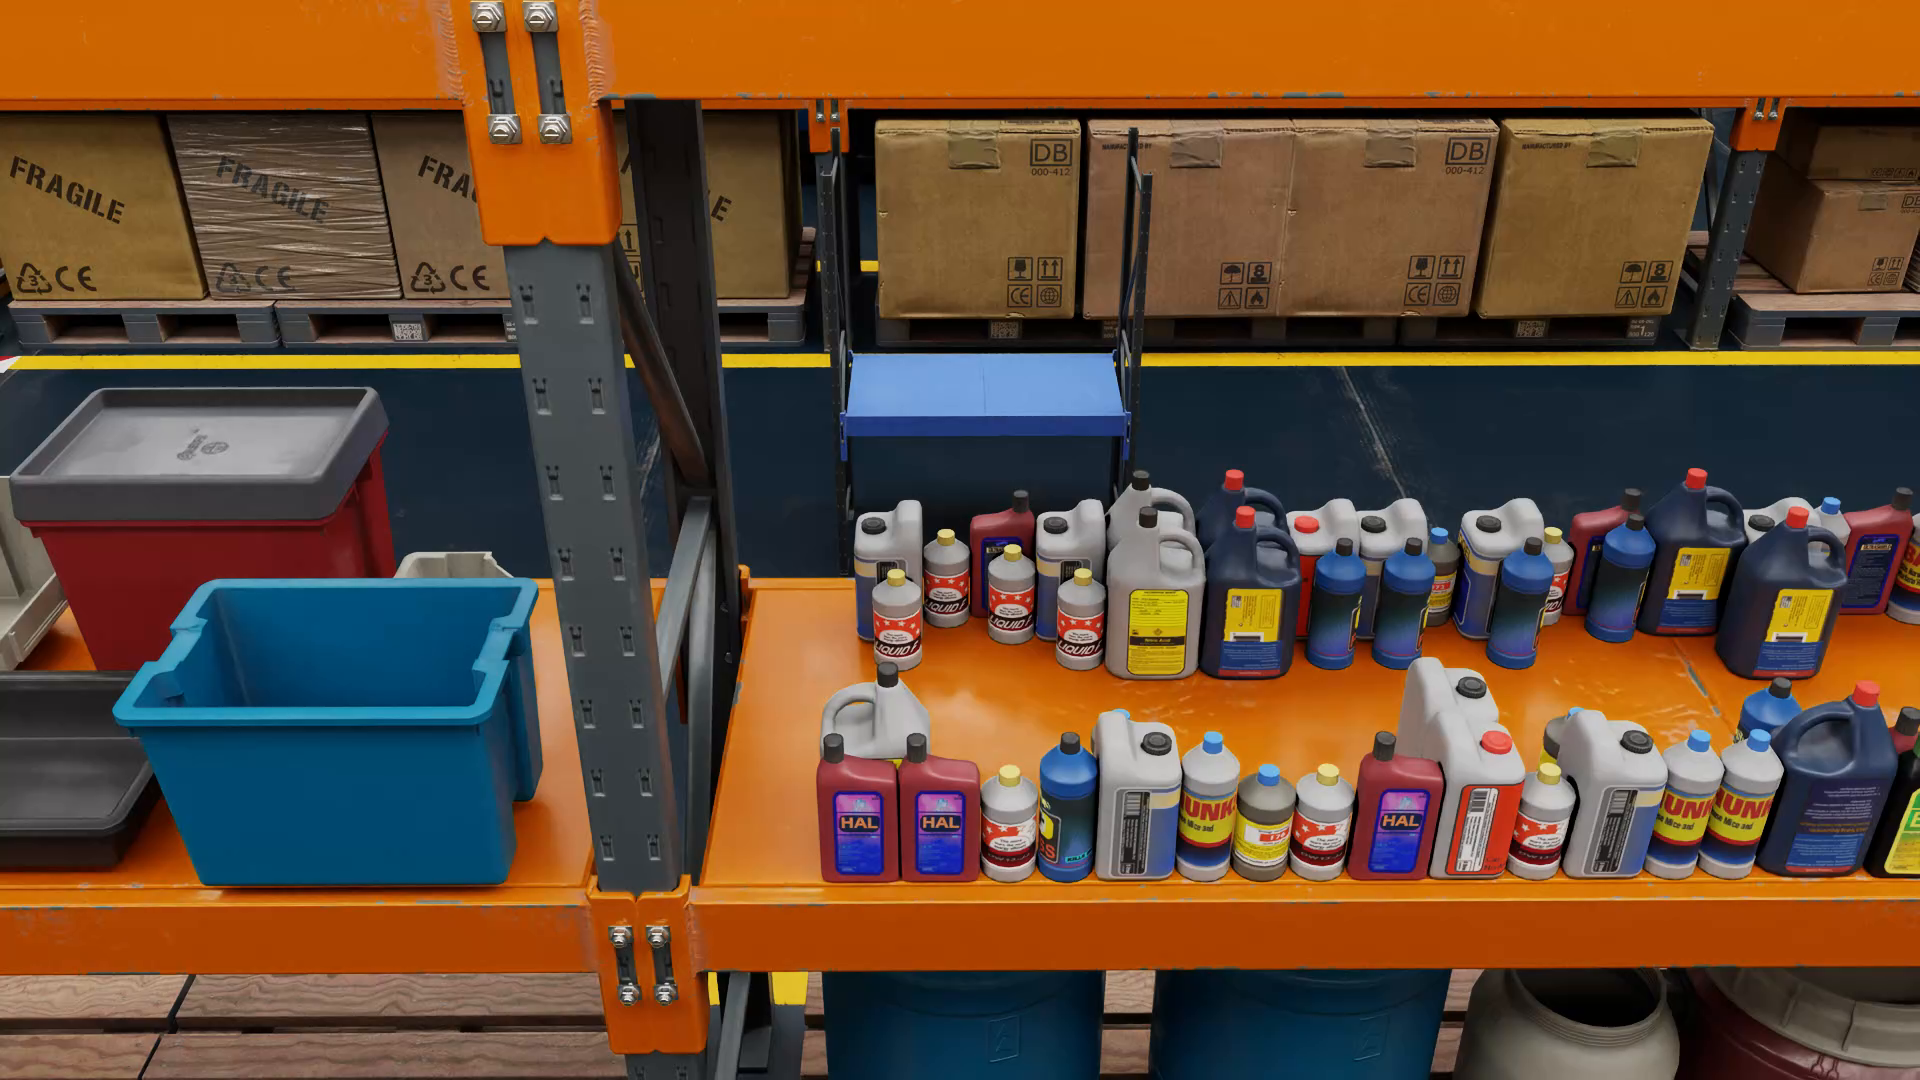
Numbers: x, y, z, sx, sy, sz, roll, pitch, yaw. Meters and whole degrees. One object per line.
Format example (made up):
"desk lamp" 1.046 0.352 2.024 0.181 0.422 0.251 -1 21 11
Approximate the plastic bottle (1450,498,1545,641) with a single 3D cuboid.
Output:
"plastic bottle" 1.092 0.051 3.393 0.135 0.276 0.152 0 31 0

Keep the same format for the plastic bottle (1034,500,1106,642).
"plastic bottle" 0.221 0.054 3.389 0.135 0.276 0.152 0 31 0

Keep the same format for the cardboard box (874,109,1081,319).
"cardboard box" 0.074 -1.682 7.773 0.875 0.875 1.225 0 31 0

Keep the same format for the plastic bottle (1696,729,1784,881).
"plastic bottle" 1.300 0.432 2.770 0.097 0.271 0.097 0 31 0

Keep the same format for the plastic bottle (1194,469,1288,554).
"plastic bottle" 0.566 0.019 3.374 0.185 0.351 0.144 0 31 0

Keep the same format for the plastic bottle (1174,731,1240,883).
"plastic bottle" 0.411 0.435 2.765 0.097 0.271 0.097 0 31 0

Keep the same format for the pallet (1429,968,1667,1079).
"pallet" 1.459 1.377 3.777 1.213 0.211 1.003 0 31 0

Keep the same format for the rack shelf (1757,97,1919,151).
"rack shelf" 5.434 -2.109 7.528 4.000 0.370 1.077 0 31 0

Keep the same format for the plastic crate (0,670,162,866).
"plastic crate" -1.654 0.406 2.897 0.590 0.125 0.437 0 31 0

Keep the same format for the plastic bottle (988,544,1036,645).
"plastic bottle" 0.105 0.104 3.379 0.097 0.201 0.097 0 31 0

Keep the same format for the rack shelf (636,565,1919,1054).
"rack shelf" 1.464 0.472 3.273 4.000 0.370 1.077 0 31 0

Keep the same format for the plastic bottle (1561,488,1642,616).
"plastic bottle" 1.323 0.024 3.431 0.133 0.283 0.061 0 31 0

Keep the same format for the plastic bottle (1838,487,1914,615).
"plastic bottle" 1.873 0.022 3.434 0.133 0.283 0.061 0 31 0

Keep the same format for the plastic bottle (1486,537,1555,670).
"plastic bottle" 1.111 0.118 3.288 0.097 0.271 0.097 0 31 0

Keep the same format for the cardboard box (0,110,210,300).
"cardboard box" -3.927 -1.700 7.804 0.875 0.875 0.875 0 31 0

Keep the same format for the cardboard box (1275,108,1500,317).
"cardboard box" 1.852 -1.692 7.790 0.875 0.875 1.225 0 31 0

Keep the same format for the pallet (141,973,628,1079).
"pallet" -1.271 1.386 3.763 1.213 0.211 1.003 0 31 0

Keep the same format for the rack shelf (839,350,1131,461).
"rack shelf" 0.085 -0.488 5.955 1.000 0.185 0.538 0 31 0

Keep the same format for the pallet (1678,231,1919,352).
"pallet" 4.215 -1.220 8.057 1.213 0.211 1.003 0 31 0

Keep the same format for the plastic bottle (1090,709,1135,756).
"plastic bottle" 0.275 0.386 2.913 0.097 0.201 0.097 0 31 0

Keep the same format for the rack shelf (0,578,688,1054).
"rack shelf" -2.536 0.485 3.253 4.000 0.370 1.077 0 31 0

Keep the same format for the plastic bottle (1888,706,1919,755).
"plastic bottle" 1.600 0.404 2.805 0.133 0.283 0.061 0 31 0

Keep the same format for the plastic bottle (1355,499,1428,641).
"plastic bottle" 0.860 0.052 3.392 0.135 0.276 0.152 0 31 0

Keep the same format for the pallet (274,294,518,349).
"pallet" -2.550 -1.239 8.088 1.213 0.211 1.003 0 31 0

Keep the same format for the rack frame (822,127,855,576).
"rack frame" -0.423 -0.640 5.859 0.032 1.500 0.500 0 31 0

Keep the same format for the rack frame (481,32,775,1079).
"rack frame" -0.536 0.171 3.076 0.127 3.000 1.000 0 31 0

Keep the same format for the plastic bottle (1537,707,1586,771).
"plastic bottle" 1.067 0.384 2.917 0.097 0.201 0.097 0 31 0

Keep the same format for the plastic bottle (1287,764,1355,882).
"plastic bottle" 0.606 0.464 2.785 0.097 0.201 0.097 0 31 0

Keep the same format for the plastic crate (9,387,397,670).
"plastic crate" -1.431 -0.009 3.254 0.583 0.464 0.402 0 31 0

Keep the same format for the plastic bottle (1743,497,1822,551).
"plastic bottle" 1.642 0.050 3.396 0.135 0.276 0.152 0 31 0

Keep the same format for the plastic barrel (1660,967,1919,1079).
"plastic barrel" 1.845 1.024 3.591 0.708 0.588 0.600 0 31 0

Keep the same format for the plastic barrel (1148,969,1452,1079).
"plastic barrel" 0.716 0.894 3.504 0.708 0.901 0.600 0 31 0

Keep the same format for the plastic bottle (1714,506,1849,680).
"plastic bottle" 1.618 0.095 3.250 0.185 0.351 0.144 0 31 0

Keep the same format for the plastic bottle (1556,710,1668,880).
"plastic bottle" 1.087 0.417 2.791 0.135 0.276 0.152 0 31 0

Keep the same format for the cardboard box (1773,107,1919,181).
"cardboard box" 4.104 -1.868 7.700 0.500 0.250 0.500 1 31 2

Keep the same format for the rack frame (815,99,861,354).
"rack frame" -0.566 -2.398 7.311 0.127 3.000 1.000 0 31 0

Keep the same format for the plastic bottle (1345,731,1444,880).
"plastic bottle" 0.721 0.438 2.748 0.133 0.283 0.061 0 31 0

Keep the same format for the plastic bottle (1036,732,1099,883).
"plastic bottle" 0.179 0.436 2.764 0.097 0.271 0.097 0 31 0

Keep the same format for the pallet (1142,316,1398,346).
"pallet" 1.428 -1.253 8.111 1.213 0.211 1.003 0 31 0

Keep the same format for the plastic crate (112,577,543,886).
"plastic crate" -1.001 0.331 2.771 0.575 0.384 0.392 0 31 0

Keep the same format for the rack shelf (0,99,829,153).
"rack shelf" -2.566 -2.084 7.487 4.000 0.370 1.077 0 31 0

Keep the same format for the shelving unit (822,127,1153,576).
"shelving unit" 0.085 -0.641 5.861 1.048 1.500 0.538 0 31 0

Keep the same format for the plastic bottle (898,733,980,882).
"plastic bottle" -0.034 0.441 2.744 0.133 0.283 0.061 0 31 0

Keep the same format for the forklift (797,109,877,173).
"forklift" -0.181 -3.606 9.367 3.031 2.935 1.130 0 31 -1

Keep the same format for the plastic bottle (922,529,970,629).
"plastic bottle" -0.028 0.073 3.430 0.097 0.201 0.097 0 31 0

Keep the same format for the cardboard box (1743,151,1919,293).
"cardboard box" 4.104 -1.542 7.886 0.500 0.500 0.700 -2 31 -3

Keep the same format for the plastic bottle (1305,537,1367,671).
"plastic bottle" 0.745 0.119 3.286 0.097 0.271 0.097 0 31 0

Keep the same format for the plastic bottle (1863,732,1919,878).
"plastic bottle" 1.601 0.436 2.753 0.133 0.283 0.061 0 31 0

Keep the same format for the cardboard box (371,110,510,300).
"cardboard box" -2.127 -1.706 7.813 0.875 0.875 0.875 0 31 0

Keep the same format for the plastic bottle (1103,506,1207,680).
"plastic bottle" 0.382 0.094 3.250 0.185 0.351 0.144 0 31 0
